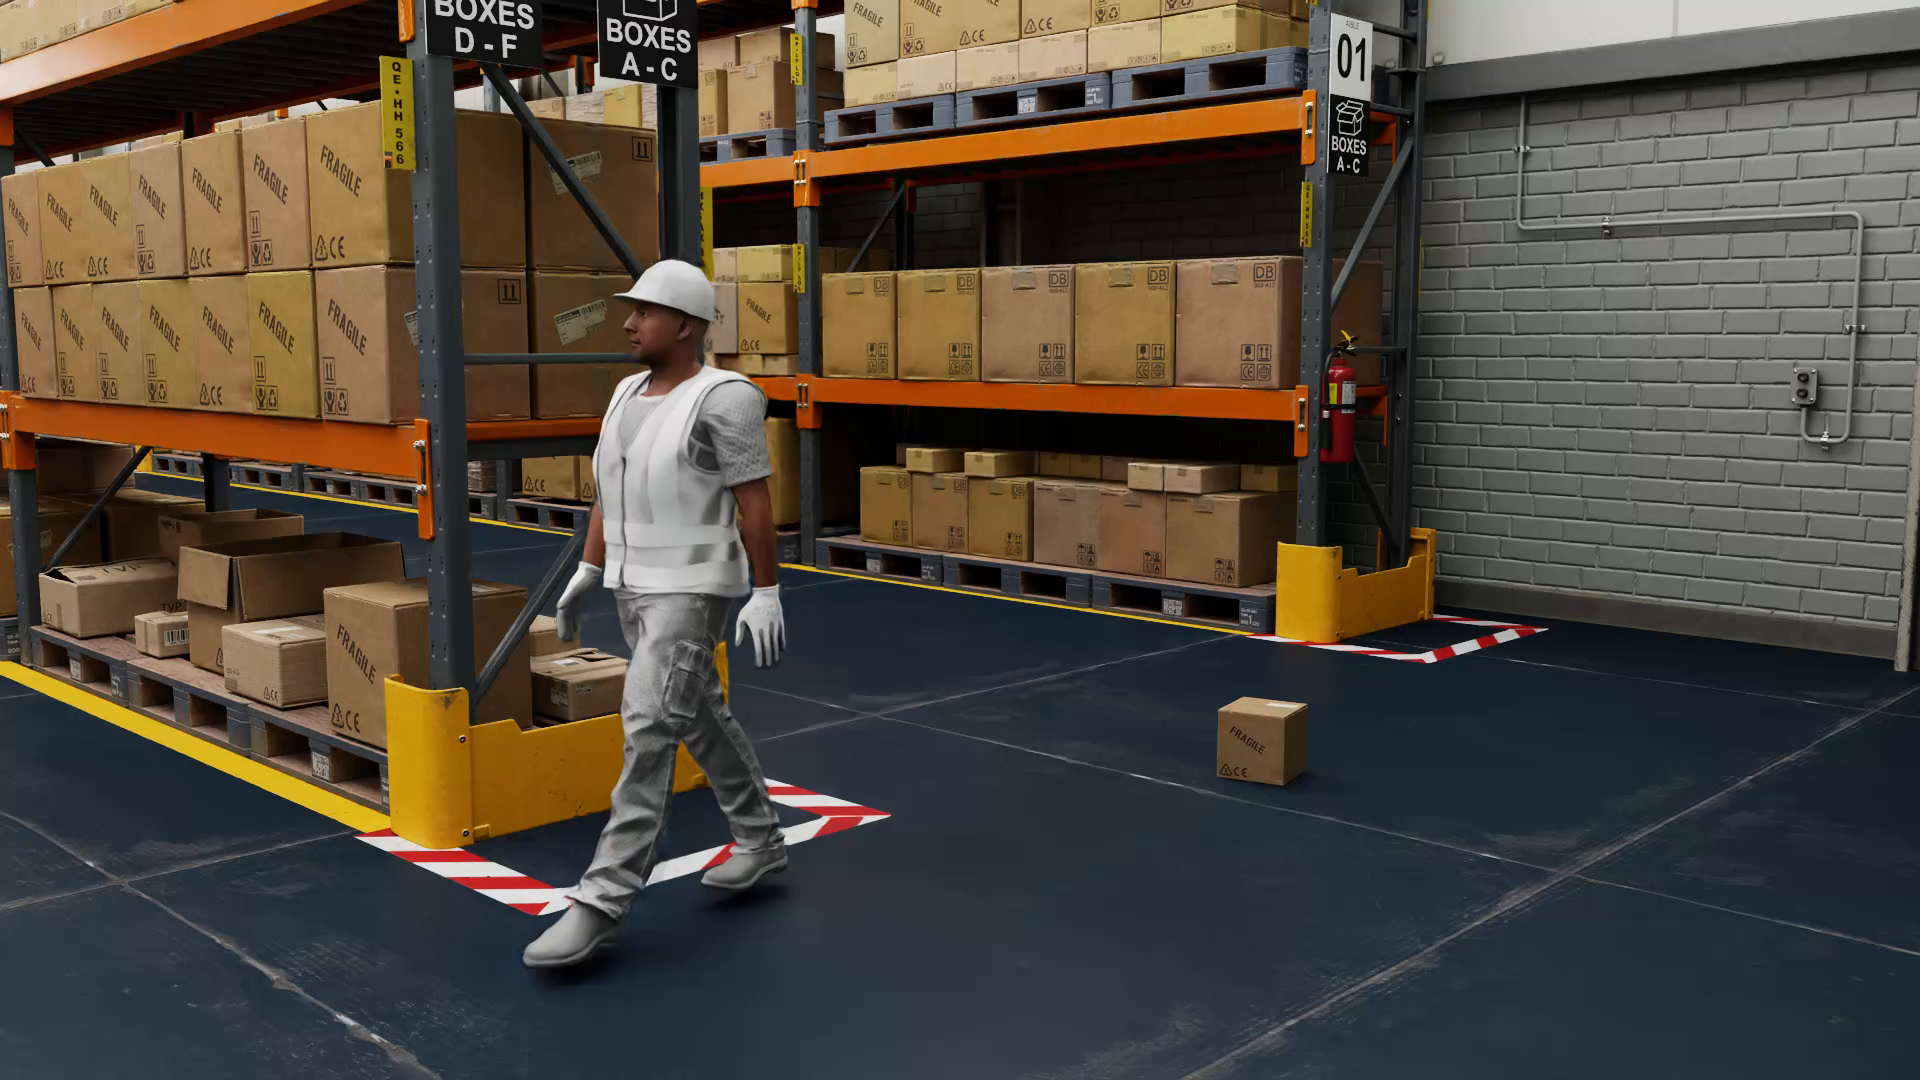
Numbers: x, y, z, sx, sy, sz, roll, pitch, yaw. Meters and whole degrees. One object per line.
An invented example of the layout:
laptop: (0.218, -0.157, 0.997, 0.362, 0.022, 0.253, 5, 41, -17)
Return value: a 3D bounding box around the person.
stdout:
person: (-0.841, 0.135, 4.397, 0.941, 1.735, 0.604, -6, 9, -43)
